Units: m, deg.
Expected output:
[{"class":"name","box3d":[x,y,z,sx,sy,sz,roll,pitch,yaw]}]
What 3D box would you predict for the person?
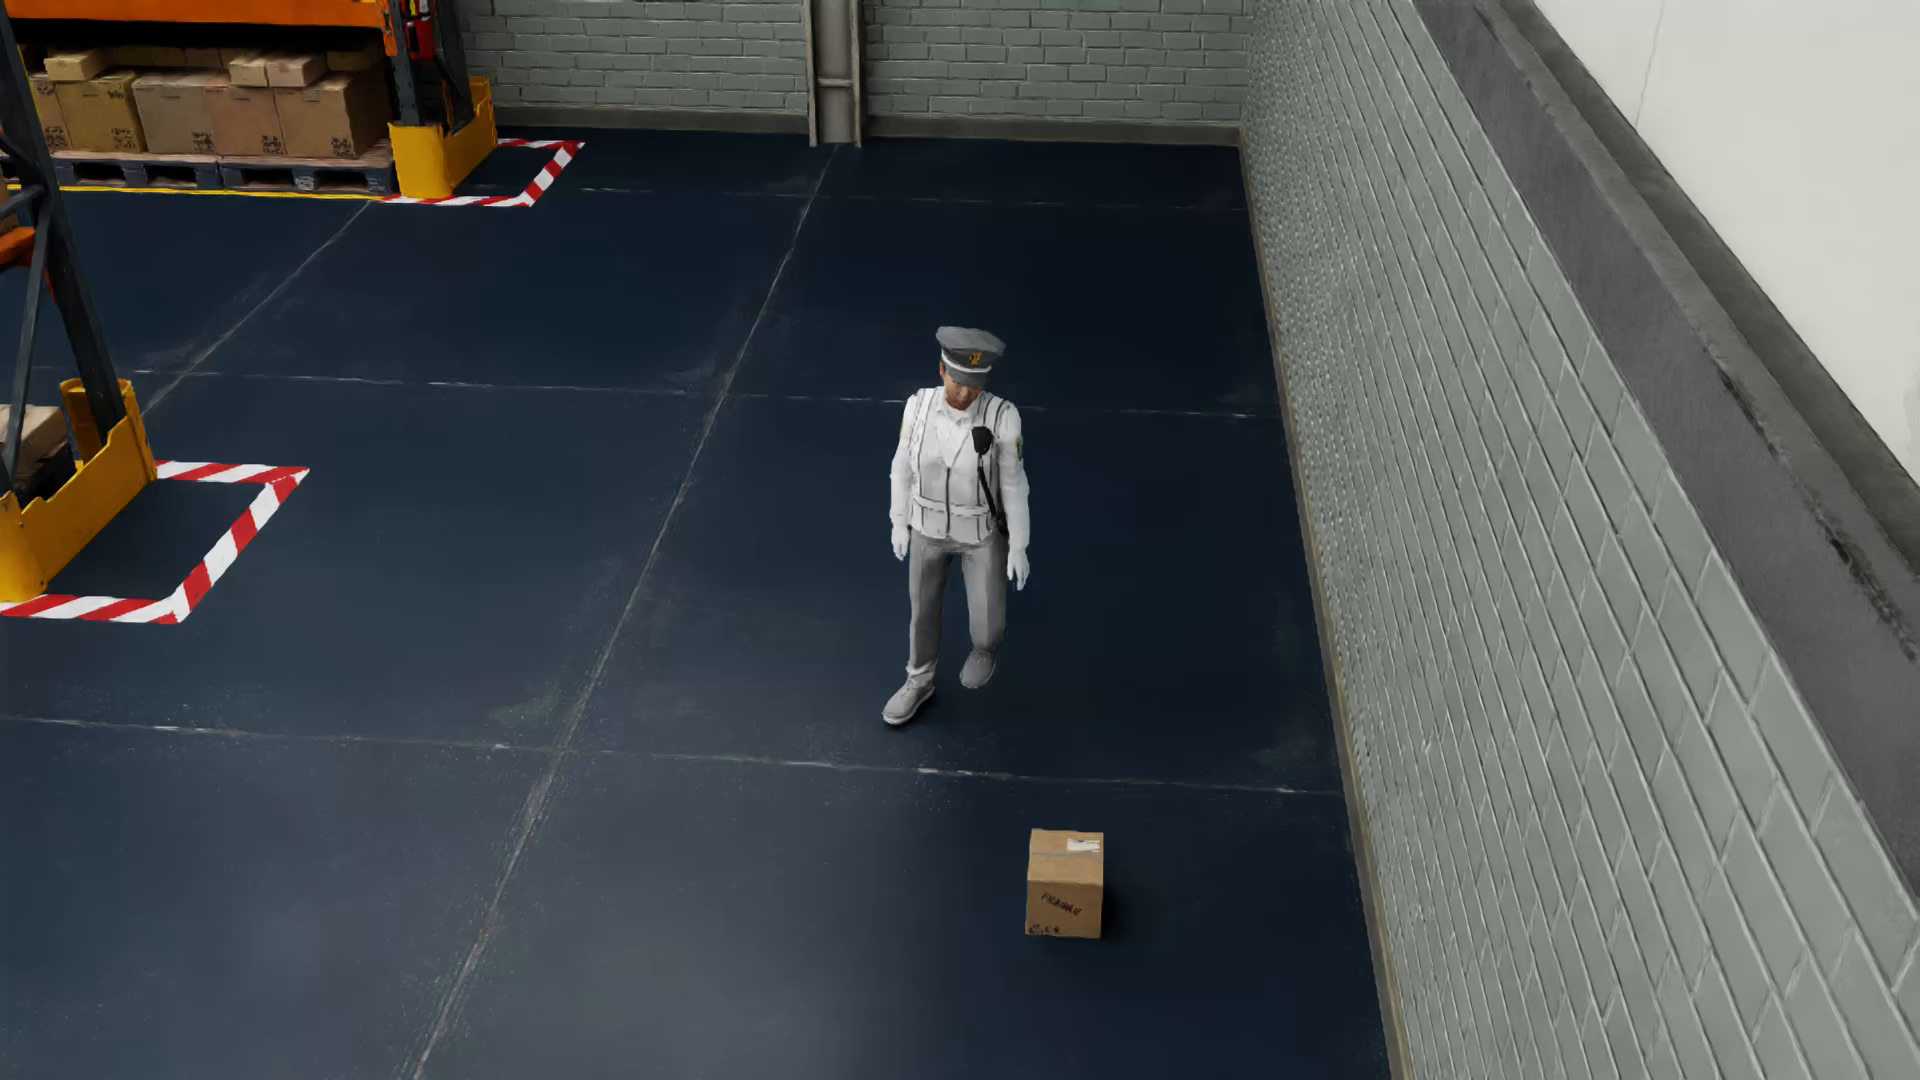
[{"class":"person","box3d":[0.000,-0.035,6.157,0.563,1.661,0.431,9,33,14]}]
